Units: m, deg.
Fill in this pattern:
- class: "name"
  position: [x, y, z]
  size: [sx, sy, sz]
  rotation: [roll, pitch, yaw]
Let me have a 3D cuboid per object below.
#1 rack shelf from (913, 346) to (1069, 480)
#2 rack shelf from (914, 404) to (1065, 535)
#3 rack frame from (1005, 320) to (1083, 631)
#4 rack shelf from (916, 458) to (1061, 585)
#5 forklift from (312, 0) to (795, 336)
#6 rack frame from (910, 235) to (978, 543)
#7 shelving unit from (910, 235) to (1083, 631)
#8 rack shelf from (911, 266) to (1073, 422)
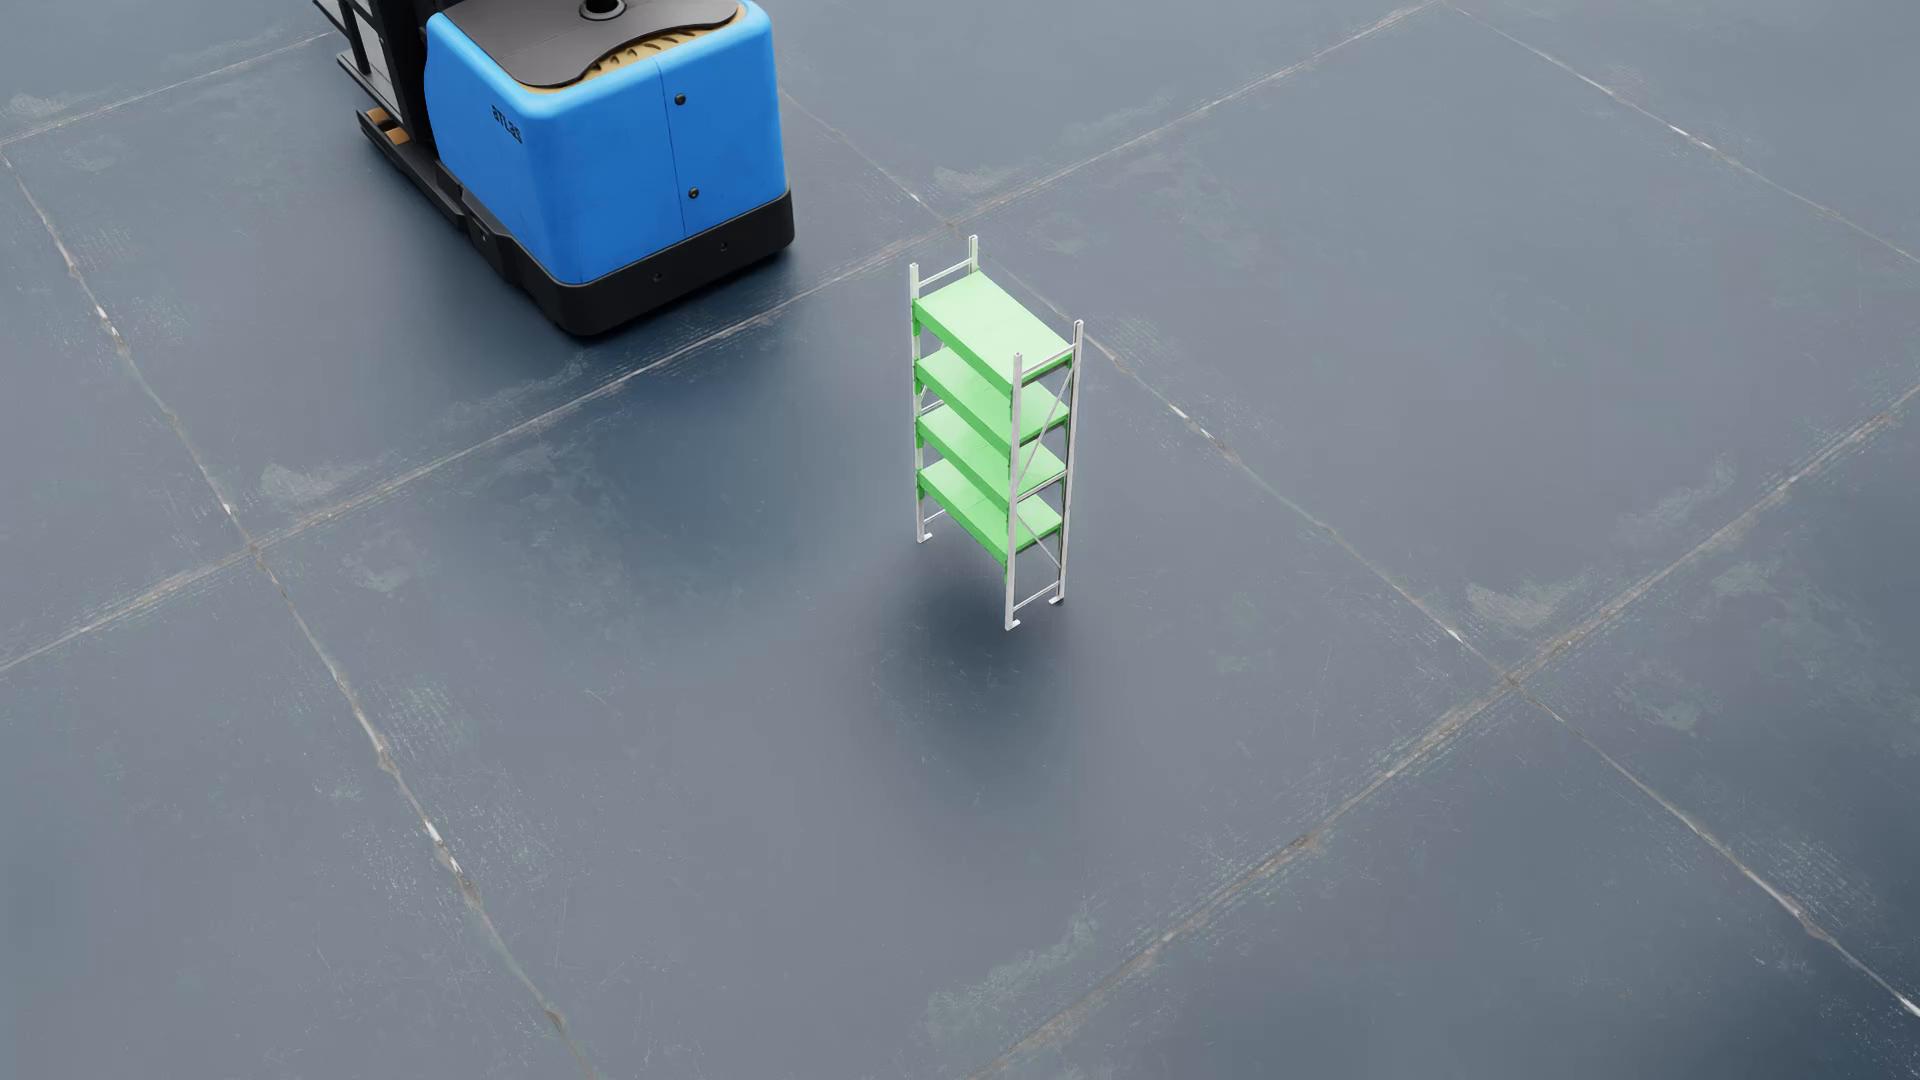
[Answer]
- class: "rack shelf"
  position: [0.100, -0.424, 5.087]
  size: [0.258, 0.148, 0.480]
  rotation: [-29, 54, -24]
- class: "rack shelf"
  position: [0.100, -0.262, 5.264]
  size: [0.258, 0.148, 0.480]
  rotation: [-29, 54, -24]
- class: "rack frame"
  position: [0.248, -0.162, 5.087]
  size: [0.240, 1.200, 0.015]
  rotation: [-29, 54, -24]
- class: "rack shelf"
  position: [0.100, -0.101, 5.442]
  size: [0.258, 0.148, 0.480]
  rotation: [-29, 54, -24]
- class: "forklift"
  position: [-1.977, -2.807, 6.316]
  size: [1.130, 2.935, 3.031]
  rotation: [-30, 54, -24]
- class: "rack frame"
  position: [-0.048, -0.449, 5.347]
  size: [0.240, 1.200, 0.015]
  rotation: [-29, 54, -24]
- class: "shelving unit"
  position: [0.100, -0.305, 5.217]
  size: [0.258, 1.200, 0.503]
  rotation: [-29, 54, -24]
- class: "rack shelf"
  position: [0.100, -0.585, 4.909]
  size: [0.258, 0.148, 0.480]
  rotation: [-29, 54, -24]
